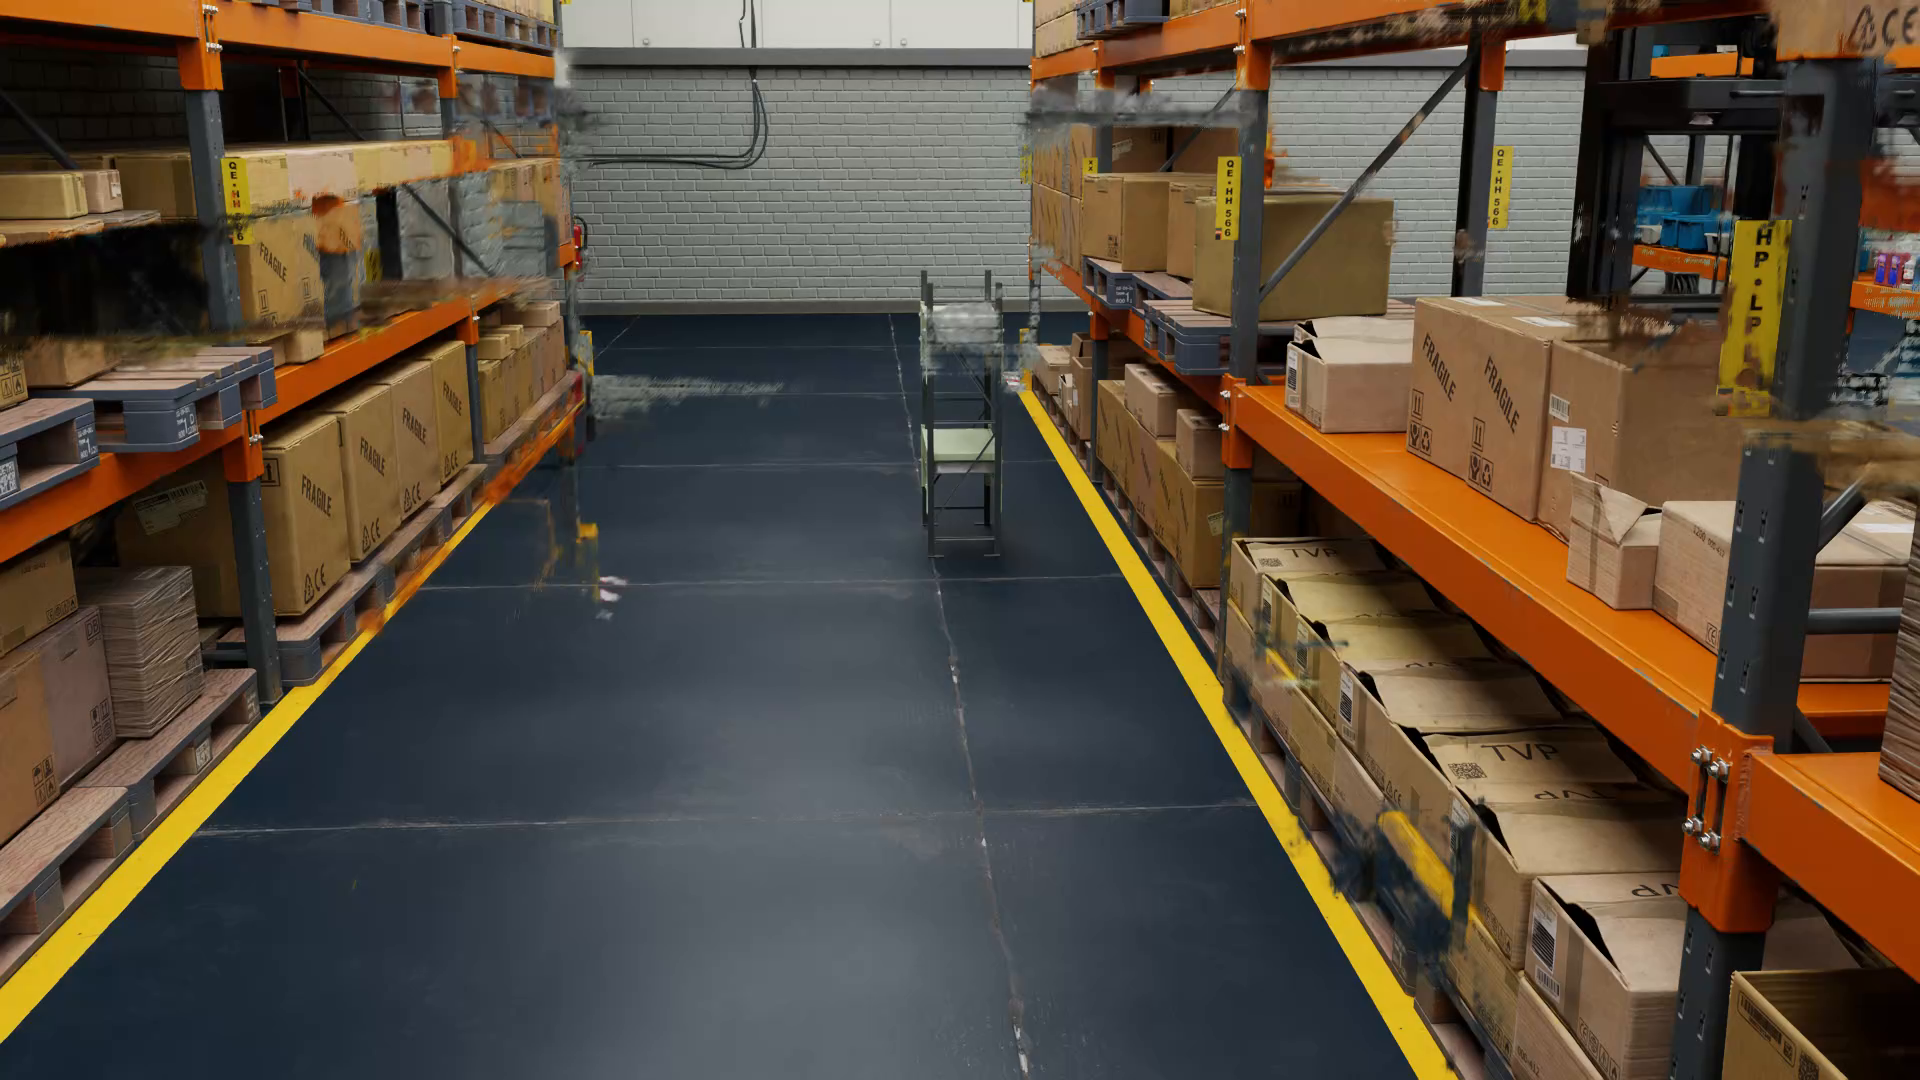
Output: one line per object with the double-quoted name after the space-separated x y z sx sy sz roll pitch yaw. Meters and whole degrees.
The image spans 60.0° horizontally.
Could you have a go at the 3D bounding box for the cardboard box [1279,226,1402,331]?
0.923 -3.127 13.453 0.500 0.500 0.500 -1 14 -3 "cardboard box"

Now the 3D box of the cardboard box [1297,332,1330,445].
0.948 -2.520 13.099 0.500 0.500 0.500 -1 14 -4 "cardboard box"

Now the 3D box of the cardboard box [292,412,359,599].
-3.298 -1.858 9.889 0.500 0.500 0.500 -1 14 -4 "cardboard box"

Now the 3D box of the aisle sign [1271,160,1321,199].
0.821 -4.110 14.264 0.394 0.787 0.004 -1 14 -3 "aisle sign"

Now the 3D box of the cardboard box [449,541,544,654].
-3.651 -1.457 13.344 0.700 0.500 0.500 -1 14 -4 "cardboard box"

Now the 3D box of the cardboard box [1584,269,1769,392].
1.618 -2.498 11.009 0.500 0.500 0.500 -1 14 -2 "cardboard box"

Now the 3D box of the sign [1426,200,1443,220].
1.673 -3.556 14.370 0.100 0.325 0.005 -1 14 -3 "sign"

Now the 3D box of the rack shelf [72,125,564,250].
-3.702 -3.368 12.022 1.077 0.370 4.000 -1 14 -3 "rack shelf"

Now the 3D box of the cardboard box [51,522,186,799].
-3.198 -1.482 8.428 0.500 0.500 0.500 0 14 -2 "cardboard box"

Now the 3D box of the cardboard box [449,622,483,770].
-3.550 -1.072 11.846 0.700 0.500 0.500 -1 14 -4 "cardboard box"

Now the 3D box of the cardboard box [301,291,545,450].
-3.728 -2.599 13.007 0.980 0.700 0.700 -1 14 -4 "cardboard box"

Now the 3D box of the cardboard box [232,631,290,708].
-3.189 -1.383 9.344 0.380 0.149 0.250 -1 14 -3 "cardboard box"

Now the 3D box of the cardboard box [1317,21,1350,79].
0.952 -4.080 12.644 0.500 0.250 0.500 -1 14 -3 "cardboard box"

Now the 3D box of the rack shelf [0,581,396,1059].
-3.454 -0.921 8.529 1.077 0.370 4.000 -1 14 -3 "rack shelf"

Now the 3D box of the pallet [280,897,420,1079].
-3.455 -0.225 9.979 1.003 0.211 1.213 -1 14 -3 "pallet"

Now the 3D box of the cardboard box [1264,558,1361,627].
0.900 -1.456 13.802 0.500 0.250 0.500 -1 14 -3 "cardboard box"

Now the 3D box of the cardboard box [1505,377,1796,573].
1.172 -1.975 10.137 0.700 0.500 0.500 -6 16 -22 "cardboard box"

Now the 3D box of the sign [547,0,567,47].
-3.283 -4.609 13.784 0.100 0.325 0.005 -1 14 -3 "sign"

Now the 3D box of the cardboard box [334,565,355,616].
-3.274 -1.575 10.092 0.380 0.149 0.250 -1 14 -3 "cardboard box"

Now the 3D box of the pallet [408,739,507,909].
-3.547 -0.606 11.460 1.003 0.211 1.213 -1 14 -3 "pallet"

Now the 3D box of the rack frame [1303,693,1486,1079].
0.023 -0.634 8.979 0.400 1.500 0.023 -1 14 -3 "rack frame"

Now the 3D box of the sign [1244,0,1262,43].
0.577 -4.706 14.024 0.100 0.325 0.005 -1 14 -3 "sign"

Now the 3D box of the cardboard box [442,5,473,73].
-3.414 -3.829 11.625 0.500 0.250 0.500 -1 14 -5 "cardboard box"

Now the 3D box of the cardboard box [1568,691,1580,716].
1.492 -1.008 12.226 0.380 0.166 0.250 -1 14 -3 "cardboard box"

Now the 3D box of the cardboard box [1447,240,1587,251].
1.521 -2.883 12.503 0.500 0.500 0.500 0 14 -2 "cardboard box"

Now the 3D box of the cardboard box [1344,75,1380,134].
0.984 -3.714 12.223 0.500 0.250 0.500 -1 14 -3 "cardboard box"

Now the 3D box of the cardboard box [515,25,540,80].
-3.515 -4.215 13.127 0.500 0.250 0.500 0 14 -2 "cardboard box"

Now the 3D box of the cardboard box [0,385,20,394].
-3.734 -1.959 8.777 0.500 0.250 0.500 -1 14 -5 "cardboard box"

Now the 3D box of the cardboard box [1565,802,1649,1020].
1.197 -0.590 9.933 0.500 0.500 0.500 -1 14 -3 "cardboard box"

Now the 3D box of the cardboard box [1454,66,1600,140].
1.070 -3.341 10.772 0.500 0.250 0.500 -1 14 -3 "cardboard box"

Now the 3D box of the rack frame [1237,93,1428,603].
1.118 -2.839 14.540 1.000 3.000 0.127 -1 14 -3 "rack frame"

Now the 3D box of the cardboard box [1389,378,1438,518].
1.046 -2.141 11.627 0.500 0.500 0.500 0 14 -2 "cardboard box"

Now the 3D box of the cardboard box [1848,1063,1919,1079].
1.290 -0.209 8.454 0.500 0.500 0.500 -1 14 -5 "cardboard box"

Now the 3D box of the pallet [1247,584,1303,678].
1.173 -1.271 14.043 1.003 0.211 1.213 -1 14 -3 "pallet"

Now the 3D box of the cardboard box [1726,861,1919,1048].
1.246 -0.712 8.903 0.500 0.250 0.500 -1 14 -4 "cardboard box"

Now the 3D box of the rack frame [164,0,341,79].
-3.578 -4.672 9.625 1.000 3.000 0.127 -1 14 -3 "rack frame"

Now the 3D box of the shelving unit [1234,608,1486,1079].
0.000 -0.725 9.333 0.431 1.500 0.755 -1 14 -3 "shelving unit"

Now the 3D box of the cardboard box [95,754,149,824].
-3.234 -1.192 8.604 0.380 0.149 0.250 0 14 -2 "cardboard box"

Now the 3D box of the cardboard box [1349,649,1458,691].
1.001 -1.079 12.212 0.500 0.311 0.500 -1 14 -3 "cardboard box"

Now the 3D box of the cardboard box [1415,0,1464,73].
1.037 -3.707 11.193 0.500 0.250 0.500 -1 14 -3 "cardboard box"

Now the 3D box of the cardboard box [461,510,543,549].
-3.476 -1.803 13.386 0.380 0.149 0.250 0 14 -2 "cardboard box"

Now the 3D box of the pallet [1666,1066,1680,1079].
1.533 0.012 9.055 1.003 0.211 1.213 -1 14 -3 "pallet"

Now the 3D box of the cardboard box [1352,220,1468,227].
1.420 -3.265 13.989 0.500 0.500 0.500 -1 14 -4 "cardboard box"

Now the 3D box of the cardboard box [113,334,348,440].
-3.294 -2.220 9.791 0.500 0.250 0.500 -1 14 -2 "cardboard box"

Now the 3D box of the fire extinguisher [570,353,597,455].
-3.374 -2.588 14.469 0.296 0.674 0.183 -1 14 -3 "fire extinguisher"

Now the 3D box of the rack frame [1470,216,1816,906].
1.366 -1.844 10.673 1.000 3.000 0.127 -1 14 -3 "rack frame"

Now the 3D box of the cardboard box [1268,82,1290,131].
0.896 -4.087 13.673 0.500 0.250 0.500 -1 14 -3 "cardboard box"

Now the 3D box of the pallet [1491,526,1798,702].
1.307 -1.551 9.918 1.003 0.211 1.213 -1 14 -3 "pallet"

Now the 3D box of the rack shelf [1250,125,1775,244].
1.242 -3.446 12.322 1.077 0.370 4.000 -1 14 -3 "rack shelf"

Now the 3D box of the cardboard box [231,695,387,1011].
-3.408 -0.769 9.968 0.750 0.750 0.750 -1 14 -3 "cardboard box"

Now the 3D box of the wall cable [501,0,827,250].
-3.819 -5.575 19.367 3.097 2.526 0.112 -1 14 -3 "wall cable"

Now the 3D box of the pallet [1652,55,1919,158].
1.404 -2.784 8.686 1.213 0.211 1.003 -1 14 -3 "pallet"

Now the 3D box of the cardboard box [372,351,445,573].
-3.595 -2.047 10.860 0.980 0.700 0.700 -1 14 -3 "cardboard box"

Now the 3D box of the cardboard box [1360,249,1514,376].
1.011 -2.751 11.992 0.500 0.500 0.500 -1 14 -3 "cardboard box"
